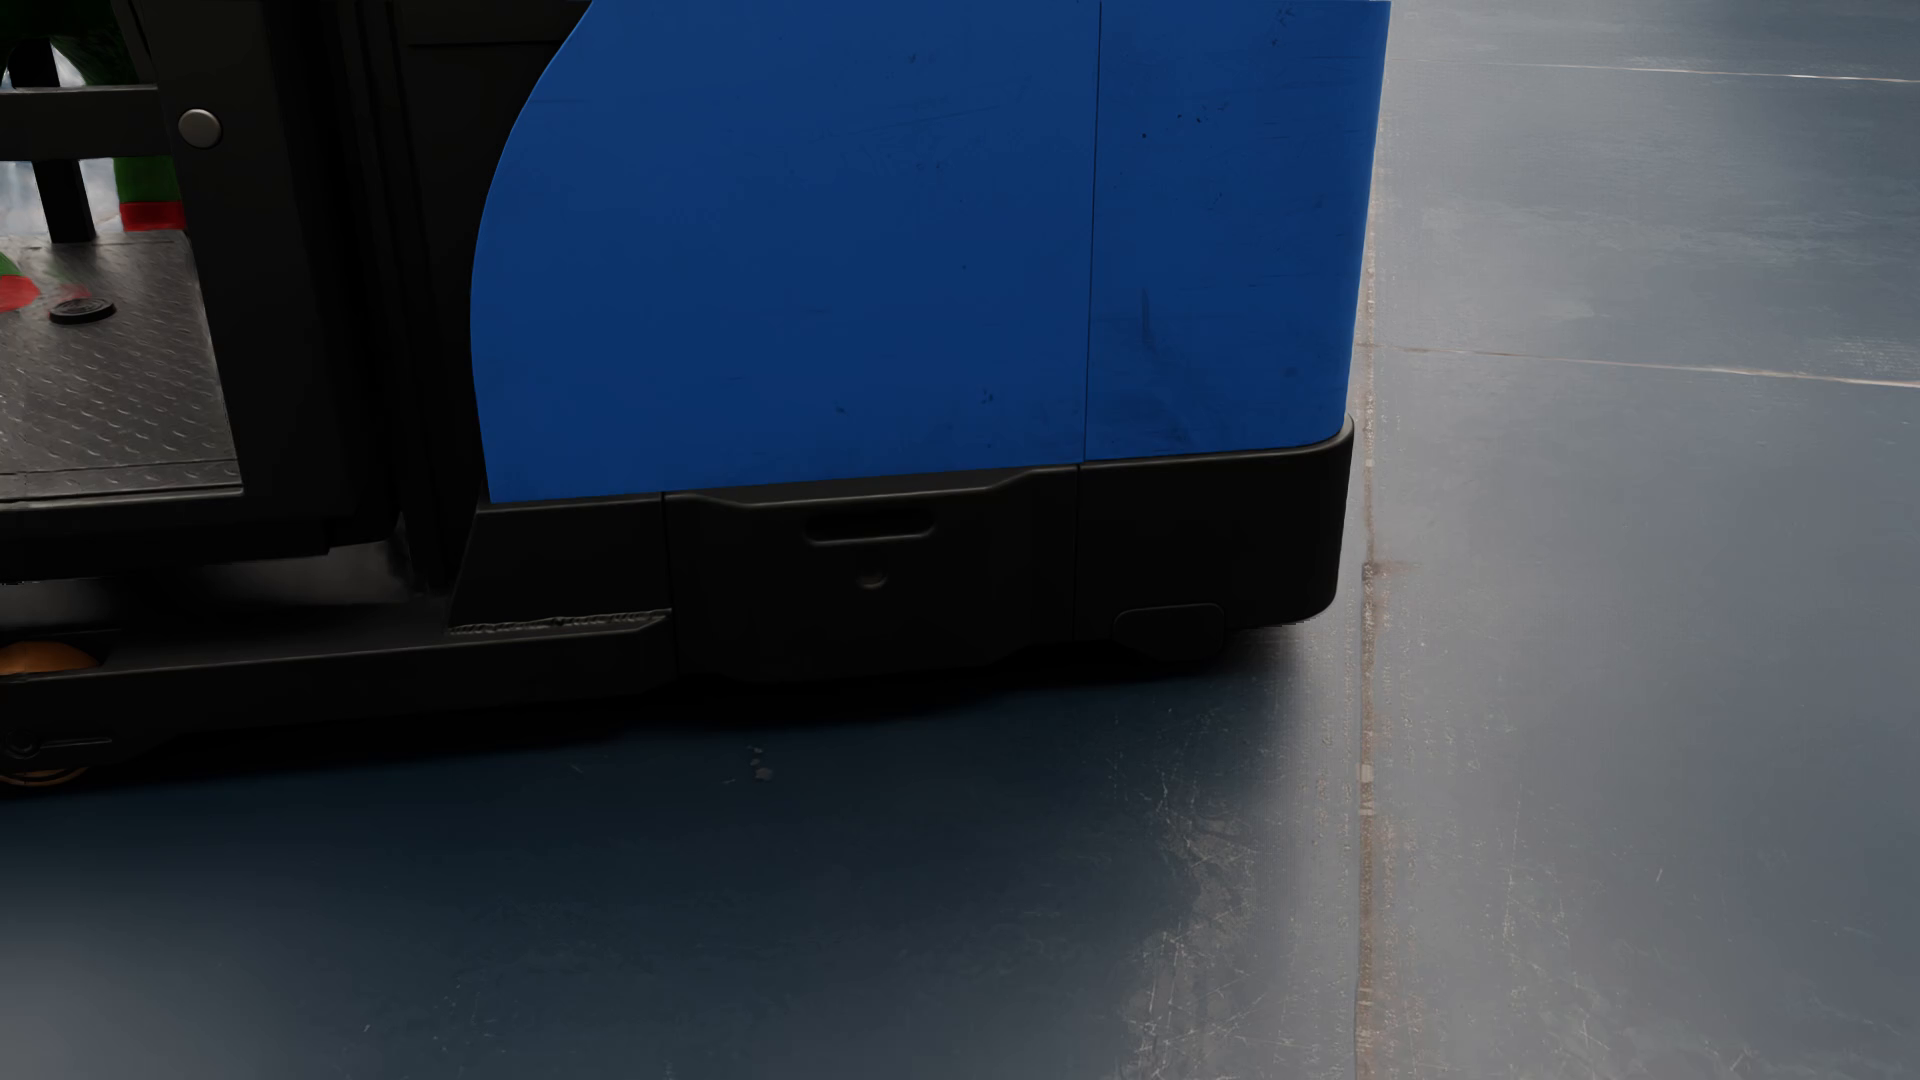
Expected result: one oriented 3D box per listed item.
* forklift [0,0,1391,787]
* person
[{"bbox_3d":[-1.065,-1.264,1.752,3.031,2.935,1.130,-4,27,-9],"label":"forklift"},{"bbox_3d":[-1.363,-0.914,2.492,0.882,1.672,0.797,18,32,32],"label":"person"}]
